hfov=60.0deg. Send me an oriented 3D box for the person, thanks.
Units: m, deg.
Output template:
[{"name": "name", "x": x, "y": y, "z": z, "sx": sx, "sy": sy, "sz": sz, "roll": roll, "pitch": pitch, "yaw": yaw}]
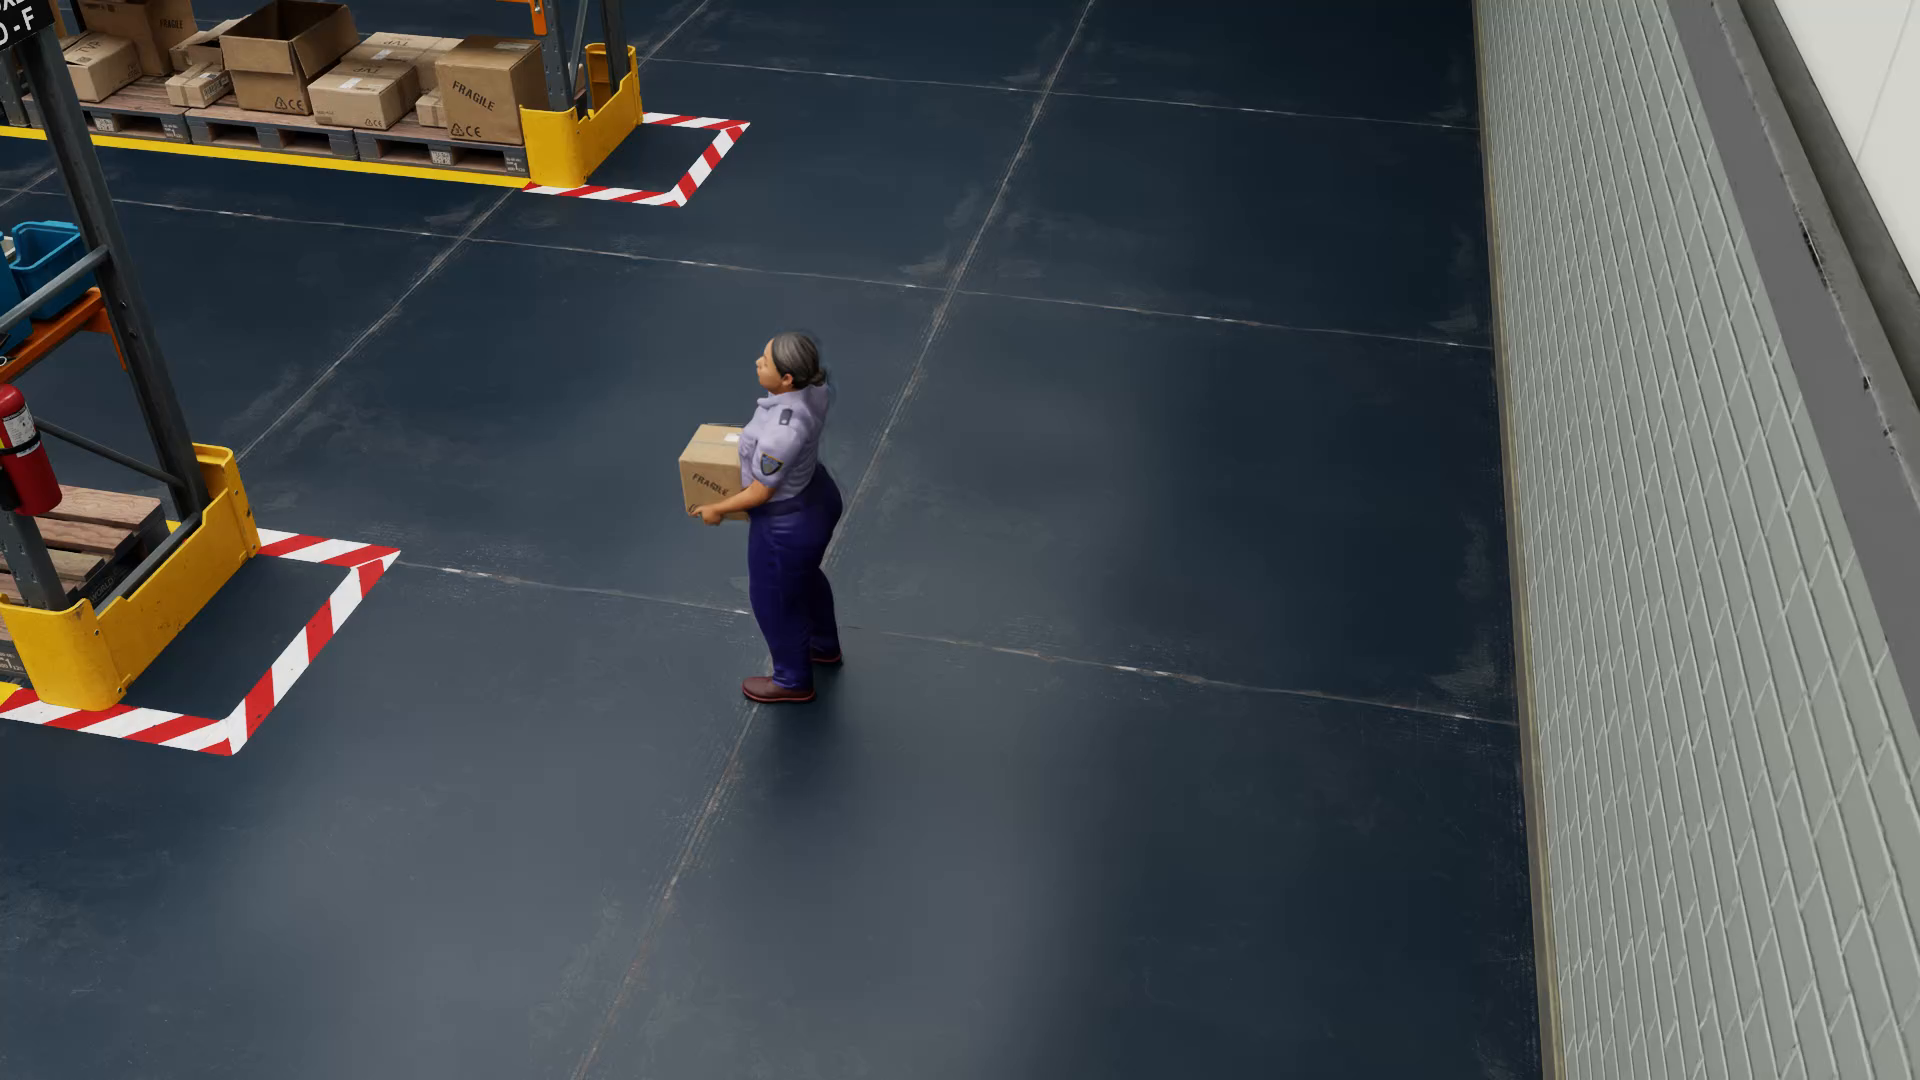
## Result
[{"name": "person", "x": -0.720, "y": -0.086, "z": 6.280, "sx": 0.512, "sy": 1.641, "sz": 0.475, "roll": 7, "pitch": 37, "yaw": 9}]
